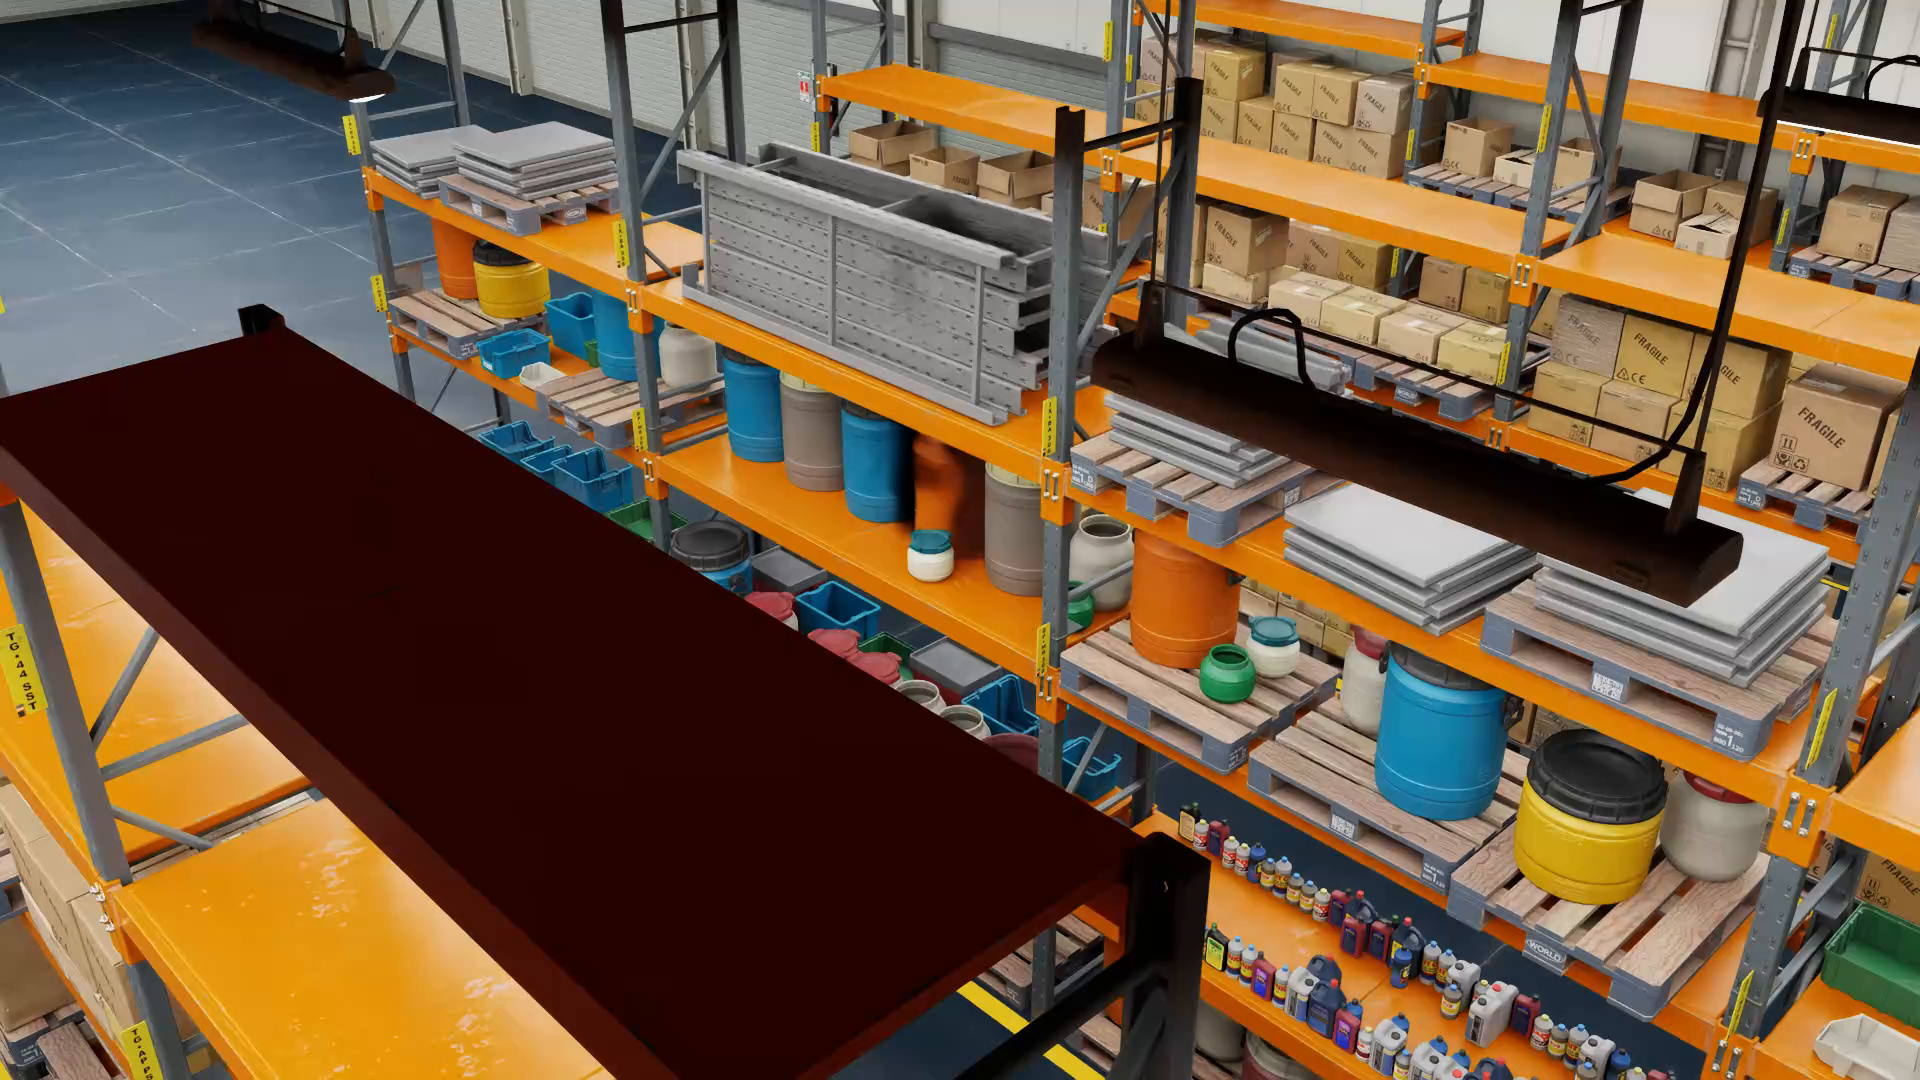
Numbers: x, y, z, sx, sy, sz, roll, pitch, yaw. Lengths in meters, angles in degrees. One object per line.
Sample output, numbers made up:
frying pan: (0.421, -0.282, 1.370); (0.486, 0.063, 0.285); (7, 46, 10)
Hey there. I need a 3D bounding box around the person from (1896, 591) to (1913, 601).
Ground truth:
person: (7.491, 1.142, 13.104); (0.712, 1.554, 0.599); (20, 34, 32)
